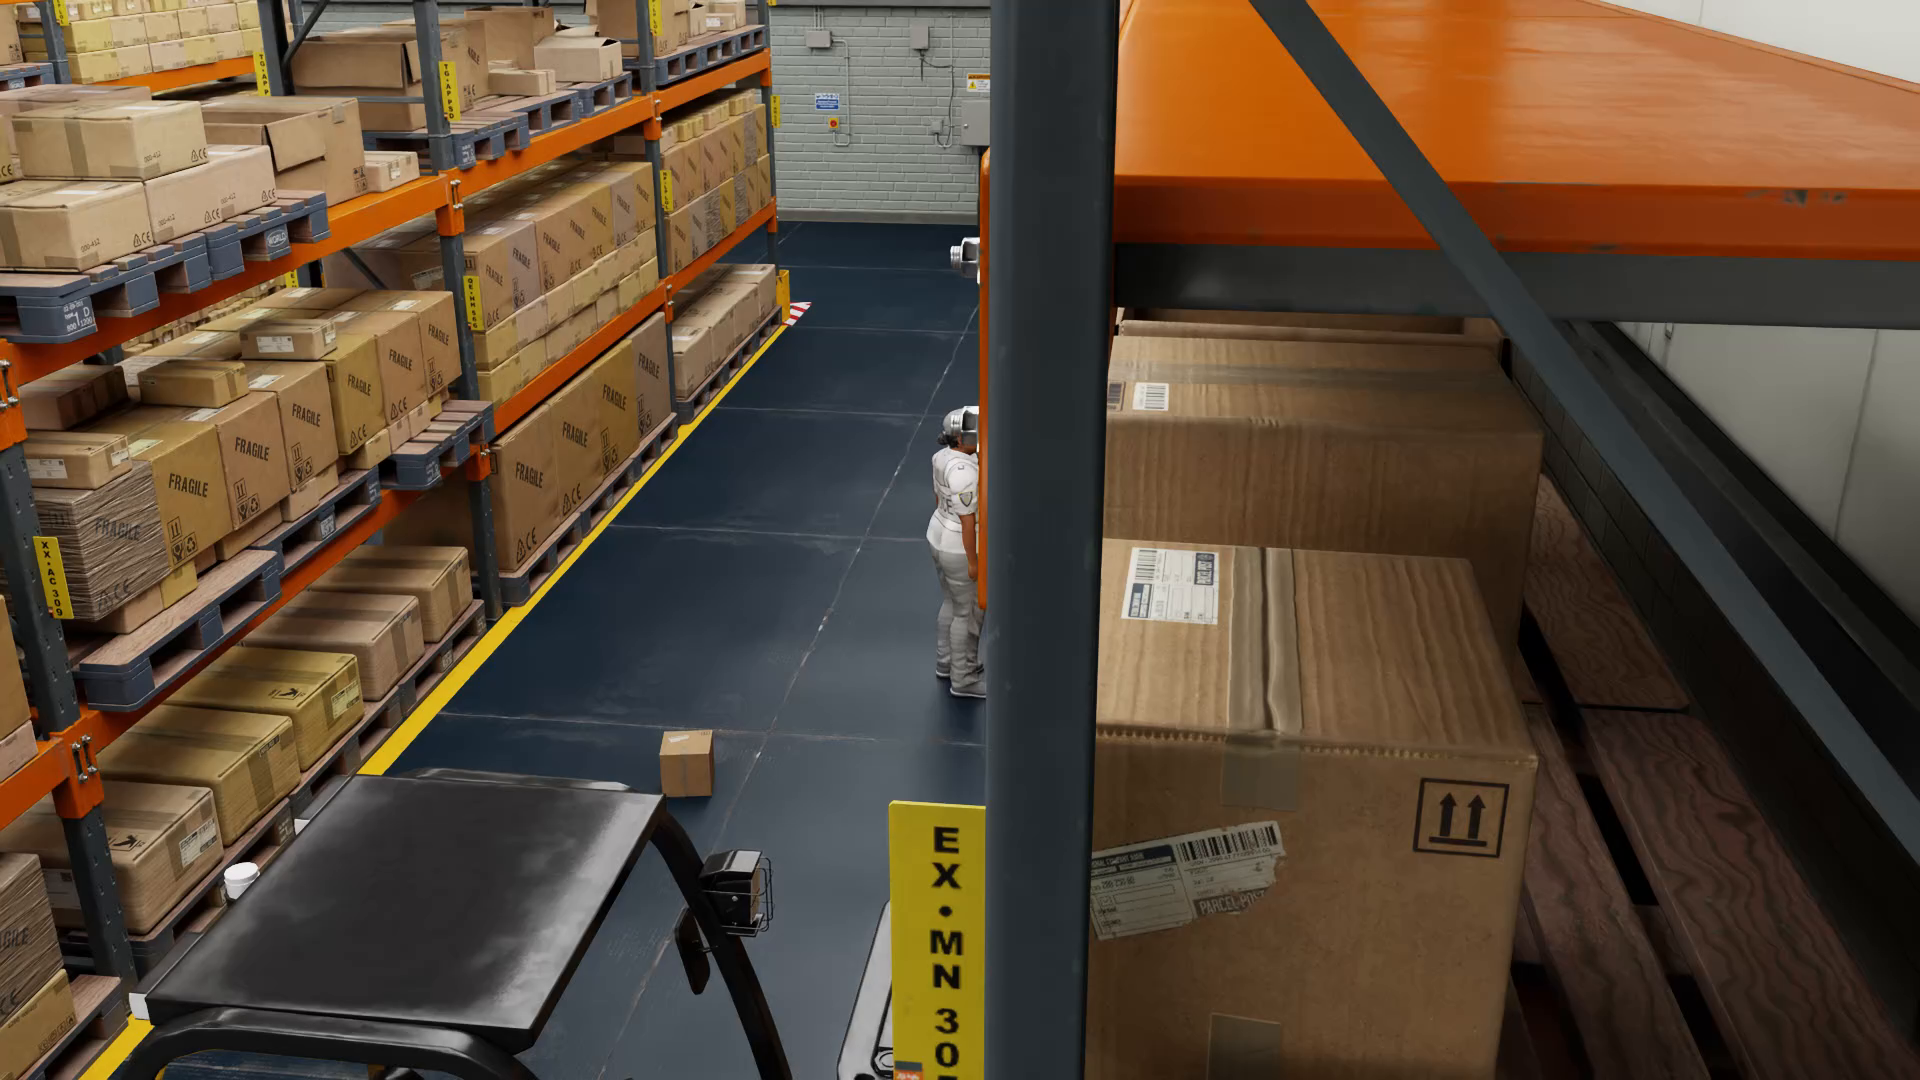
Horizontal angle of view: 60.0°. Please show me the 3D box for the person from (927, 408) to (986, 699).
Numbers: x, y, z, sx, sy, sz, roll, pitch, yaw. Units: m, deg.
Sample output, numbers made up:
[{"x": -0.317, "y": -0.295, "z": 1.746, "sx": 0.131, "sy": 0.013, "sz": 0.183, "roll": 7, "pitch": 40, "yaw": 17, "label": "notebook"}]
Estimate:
[{"x": 0.025, "y": 0.060, "z": 9.425, "sx": 0.387, "sy": 1.669, "sz": 0.484, "roll": -6, "pitch": 22, "yaw": -16, "label": "person"}]
